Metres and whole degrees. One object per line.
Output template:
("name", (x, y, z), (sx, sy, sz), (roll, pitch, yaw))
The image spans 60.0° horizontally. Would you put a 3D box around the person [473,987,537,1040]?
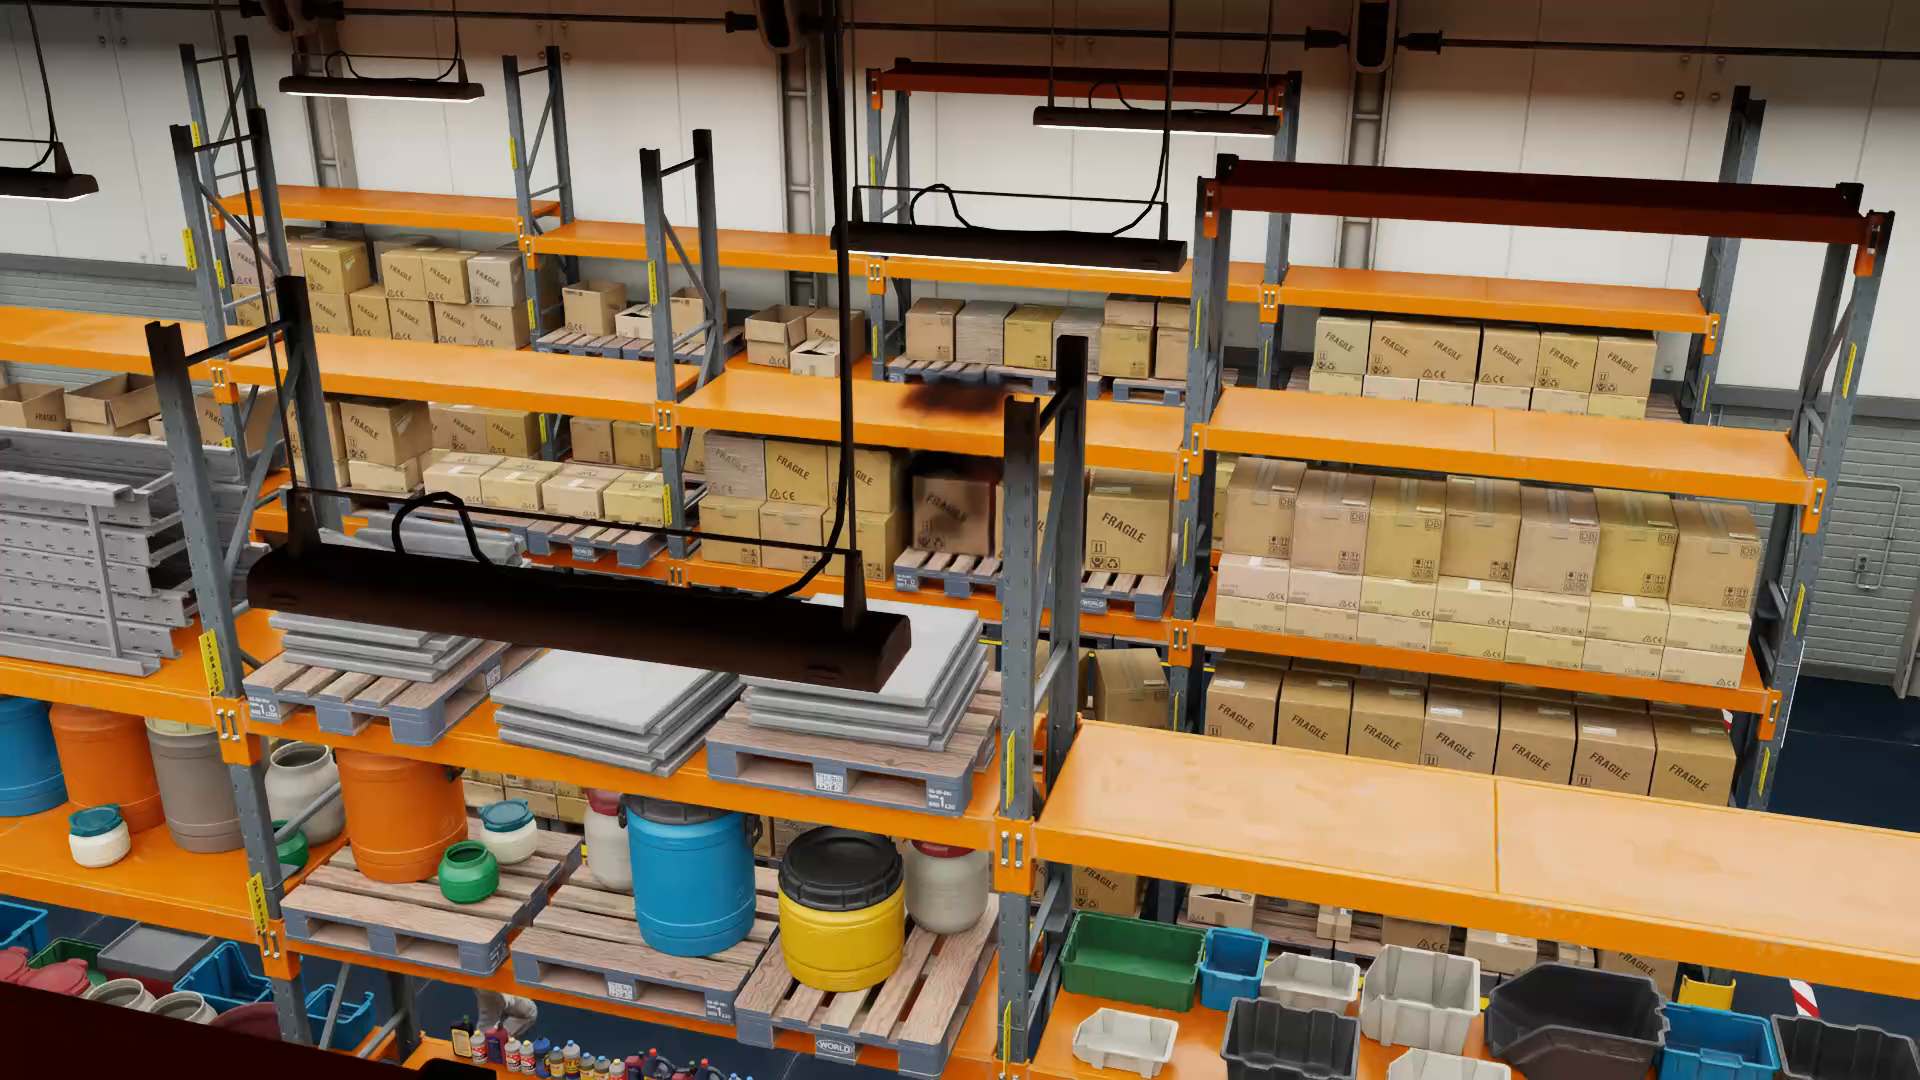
("person", (-3.148, 2.903, 11.203), (0.463, 1.781, 0.601), (-13, 26, -28))
